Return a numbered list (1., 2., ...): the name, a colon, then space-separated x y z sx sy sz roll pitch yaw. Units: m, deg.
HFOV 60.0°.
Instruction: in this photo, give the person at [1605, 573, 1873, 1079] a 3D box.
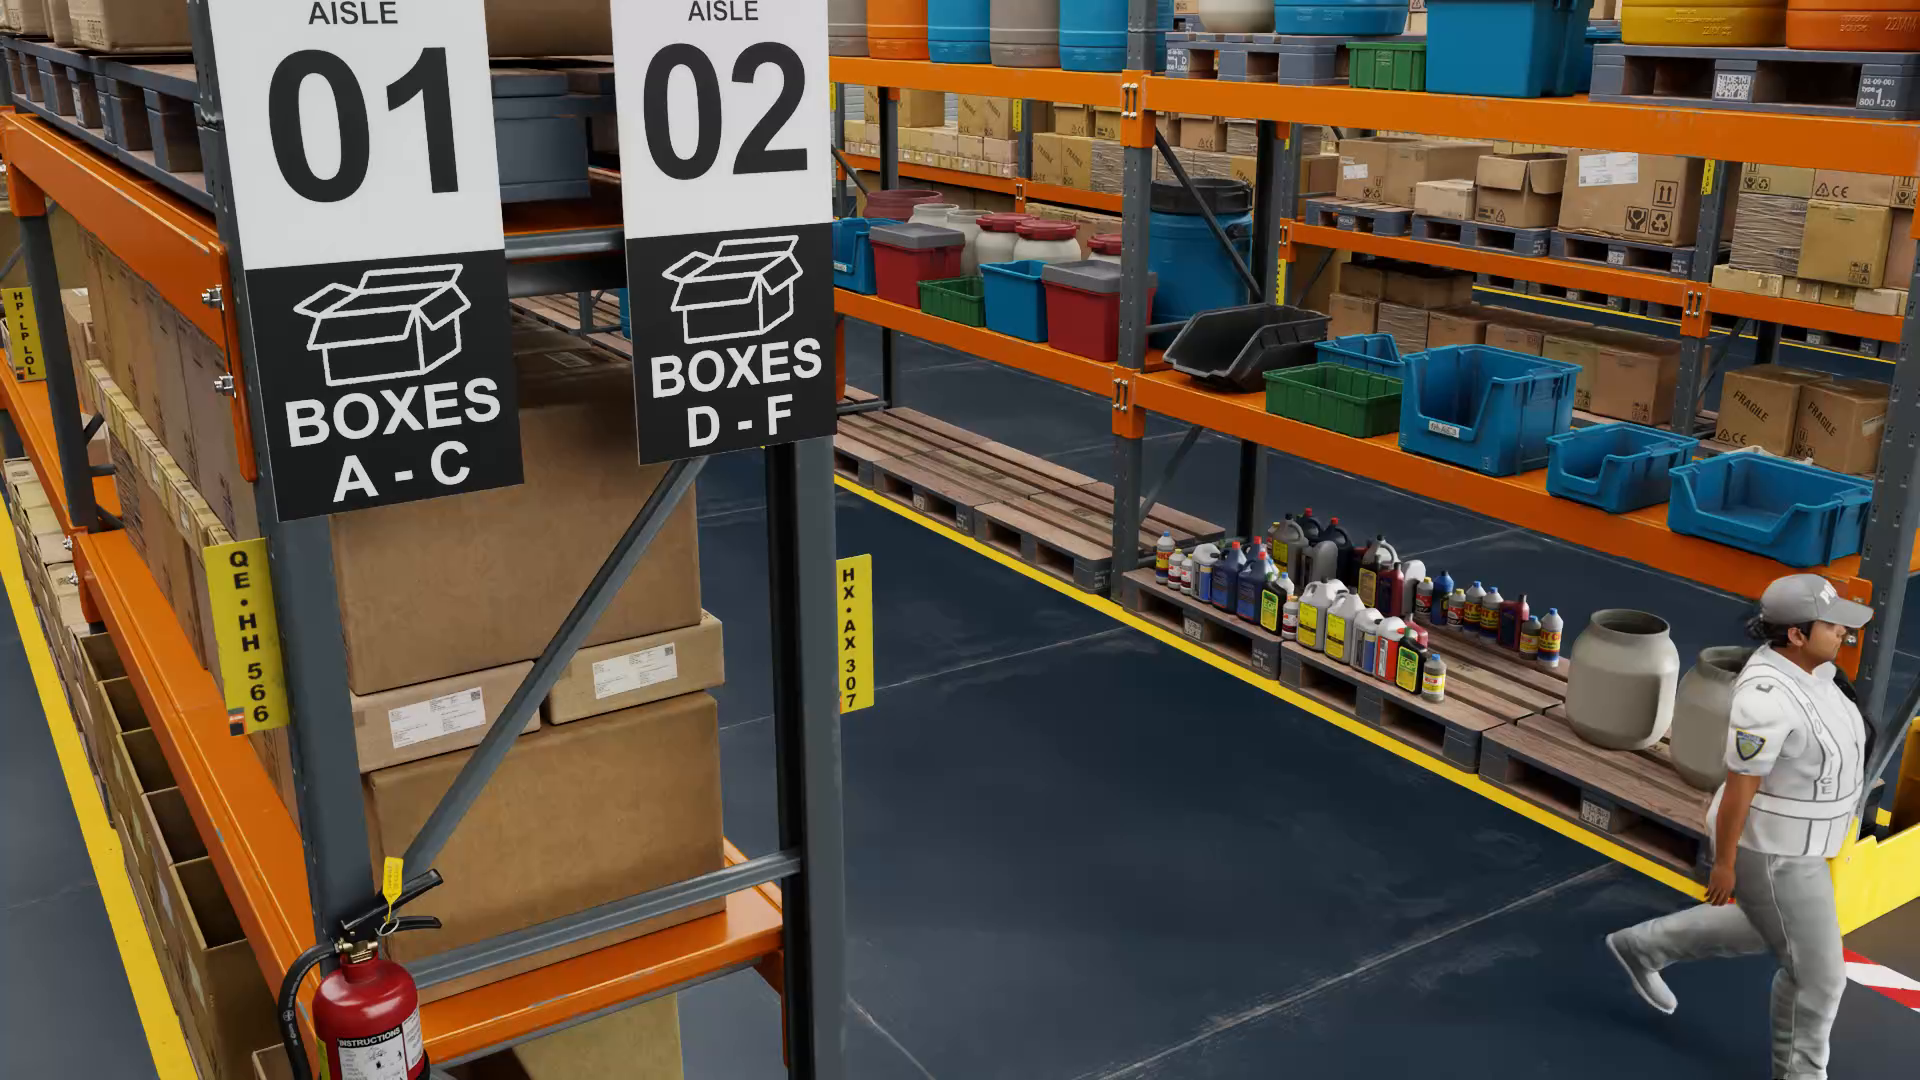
1. person: 2.387 0.859 4.917 0.869 1.626 0.490 14 23 36
